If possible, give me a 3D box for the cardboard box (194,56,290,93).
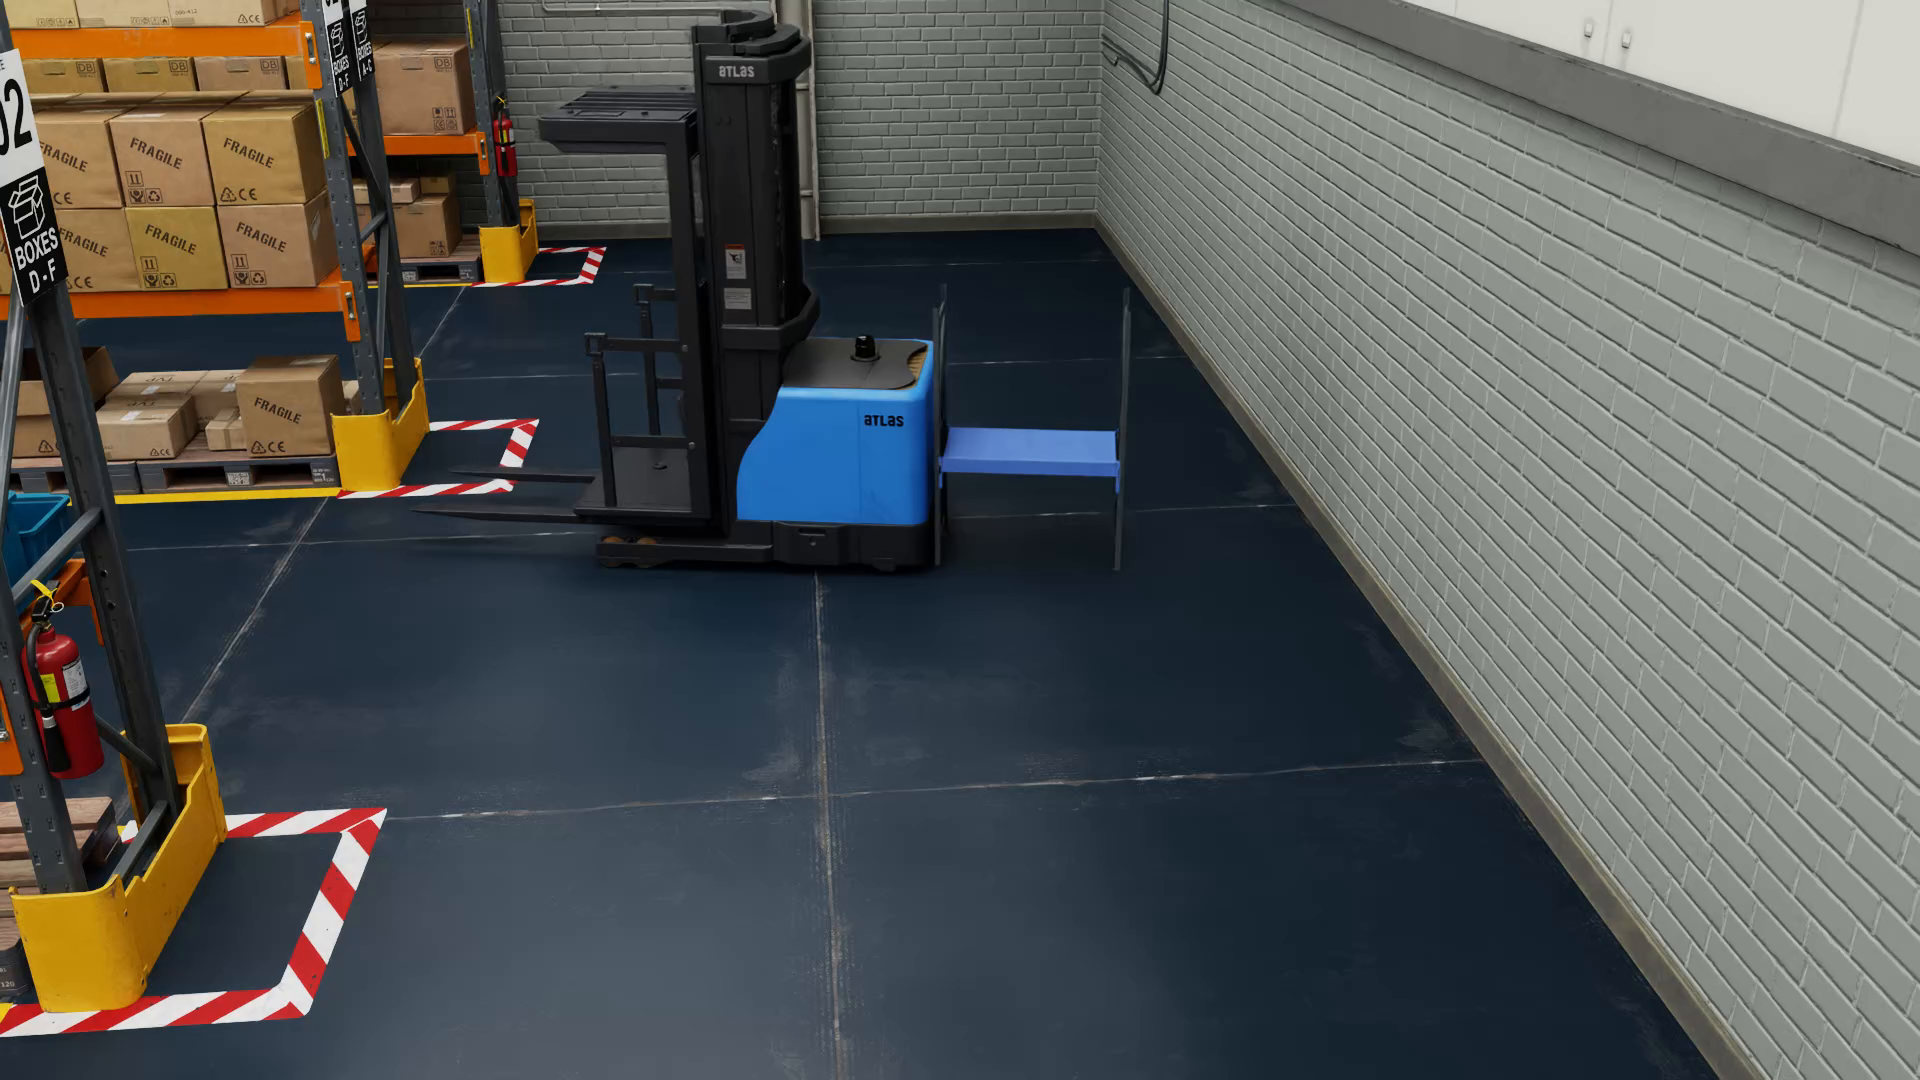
[{"bbox_3d":[-6.176,-3.970,14.619,0.700,0.700,0.980,-3,24,-8],"label":"cardboard box"}]

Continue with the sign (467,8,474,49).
[{"bbox_3d":[-4.147,-4.335,14.093,0.005,0.325,0.100,-2,24,-5],"label":"sign"}]

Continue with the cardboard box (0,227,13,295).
[{"bbox_3d":[-5.629,-1.773,9.923,0.500,0.500,0.500,-3,24,-6],"label":"cardboard box"}]

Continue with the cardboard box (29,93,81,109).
[{"bbox_3d":[-5.687,-2.444,10.202,0.500,0.500,0.500,-3,24,-6],"label":"cardboard box"}]

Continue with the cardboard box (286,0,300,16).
[{"bbox_3d":[-4.232,-3.300,9.972,0.500,0.250,0.500,-2,24,-5],"label":"cardboard box"}]

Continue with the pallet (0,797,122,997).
[{"bbox_3d":[-4.037,1.378,6.389,1.213,0.211,1.003,-2,24,-5],"label":"pallet"}]

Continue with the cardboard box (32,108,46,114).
[{"bbox_3d":[-5.641,-2.225,9.710,0.500,0.500,0.500,-2,24,-4],"label":"cardboard box"}]

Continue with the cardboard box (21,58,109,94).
[{"bbox_3d":[-7.626,-3.910,14.484,0.700,0.700,0.980,-2,24,-4],"label":"cardboard box"}]

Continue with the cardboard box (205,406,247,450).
[{"bbox_3d":[-4.625,-0.721,10.625,0.250,0.166,0.380,-2,24,-5],"label":"cardboard box"}]

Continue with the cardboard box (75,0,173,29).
[{"bbox_3d":[-4.680,-3.075,9.466,0.500,0.250,0.500,-2,24,-5],"label":"cardboard box"}]

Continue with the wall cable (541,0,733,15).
[{"bbox_3d":[-3.005,-4.815,15.639,1.851,1.984,0.084,-2,24,-5],"label":"wall cable"}]

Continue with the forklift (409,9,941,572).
[{"bbox_3d":[-1.642,-1.392,9.273,3.031,2.935,1.130,2,24,5],"label":"forklift"}]

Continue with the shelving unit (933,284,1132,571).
[{"bbox_3d":[0.399,-0.627,9.314,1.048,1.500,0.538,2,24,4],"label":"shelving unit"}]

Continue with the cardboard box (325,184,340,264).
[{"bbox_3d":[-4.163,-2.050,10.546,0.500,0.500,0.500,-2,24,-4],"label":"cardboard box"}]

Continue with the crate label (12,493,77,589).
[{"bbox_3d":[-3.491,0.013,6.160,0.303,0.233,0.416,-2,24,-5],"label":"crate label"}]

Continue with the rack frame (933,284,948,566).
[{"bbox_3d":[-0.108,-0.642,9.348,0.032,1.500,0.500,2,24,4],"label":"rack frame"}]

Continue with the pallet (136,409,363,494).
[{"bbox_3d":[-4.565,-0.606,10.853,1.213,0.211,1.003,-2,24,-5],"label":"pallet"}]

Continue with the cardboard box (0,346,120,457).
[{"bbox_3d":[-5.807,-0.893,10.598,0.637,0.503,0.797,-2,24,-5],"label":"cardboard box"}]

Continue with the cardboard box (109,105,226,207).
[{"bbox_3d":[-4.614,-2.269,9.807,0.500,0.500,0.500,-2,24,-4],"label":"cardboard box"}]

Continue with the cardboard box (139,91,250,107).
[{"bbox_3d":[-4.683,-2.483,10.289,0.500,0.500,0.500,-2,24,-5],"label":"cardboard box"}]

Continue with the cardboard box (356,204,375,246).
[{"bbox_3d":[-5.371,-2.879,15.094,0.500,0.500,0.700,-2,24,-5],"label":"cardboard box"}]

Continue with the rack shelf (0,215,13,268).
[{"bbox_3d":[-5.203,-0.875,5.219,4.000,0.370,1.077,-2,24,-5],"label":"rack shelf"}]

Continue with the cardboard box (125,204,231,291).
[{"bbox_3d":[-4.631,-1.811,10.008,0.500,0.500,0.500,-2,24,-5],"label":"cardboard box"}]

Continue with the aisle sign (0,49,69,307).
[{"bbox_3d":[-3.170,-1.224,5.610,0.004,0.787,0.394,-2,24,-5],"label":"aisle sign"}]

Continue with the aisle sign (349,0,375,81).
[{"bbox_3d":[-3.657,-3.225,10.111,0.004,0.787,0.394,-2,24,-5],"label":"aisle sign"}]

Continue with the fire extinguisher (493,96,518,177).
[{"bbox_3d":[-3.991,-3.531,14.556,0.183,0.674,0.296,-2,24,-5],"label":"fire extinguisher"}]

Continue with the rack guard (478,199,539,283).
[{"bbox_3d":[-4.163,-2.776,15.380,0.348,0.500,1.175,-2,24,-5],"label":"rack guard"}]

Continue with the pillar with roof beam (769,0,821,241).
[{"bbox_3d":[-1.161,-5.376,10.766,0.400,9.000,9.100,-2,24,-5],"label":"pillar with roof beam"}]

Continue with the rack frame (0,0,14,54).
[{"bbox_3d":[-3.213,-2.654,4.643,0.127,3.000,1.000,-2,24,-5],"label":"rack frame"}]

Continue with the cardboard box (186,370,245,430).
[{"bbox_3d":[-4.762,-0.933,10.999,0.500,0.250,0.500,-2,24,-5],"label":"cardboard box"}]

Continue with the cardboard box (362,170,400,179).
[{"bbox_3d":[-5.273,-3.260,15.154,0.250,0.149,0.380,-2,24,-5],"label":"cardboard box"}]

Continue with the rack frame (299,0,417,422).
[{"bbox_3d":[-3.696,-1.915,10.366,0.127,3.000,1.000,-2,24,-5],"label":"rack frame"}]

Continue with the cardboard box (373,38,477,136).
[{"bbox_3d":[-4.693,-4.030,14.755,0.700,0.700,0.980,-1,24,-3],"label":"cardboard box"}]

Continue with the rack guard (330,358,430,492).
[{"bbox_3d":[-3.772,-0.770,10.867,0.348,0.500,1.175,-2,24,-5],"label":"rack guard"}]

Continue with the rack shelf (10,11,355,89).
[{"bbox_3d":[-5.686,-2.877,9.723,4.000,0.370,1.077,-2,24,-5],"label":"rack shelf"}]

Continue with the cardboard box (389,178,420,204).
[{"bbox_3d":[-4.983,-3.116,14.830,0.250,0.149,0.380,-3,24,-6],"label":"cardboard box"}]
